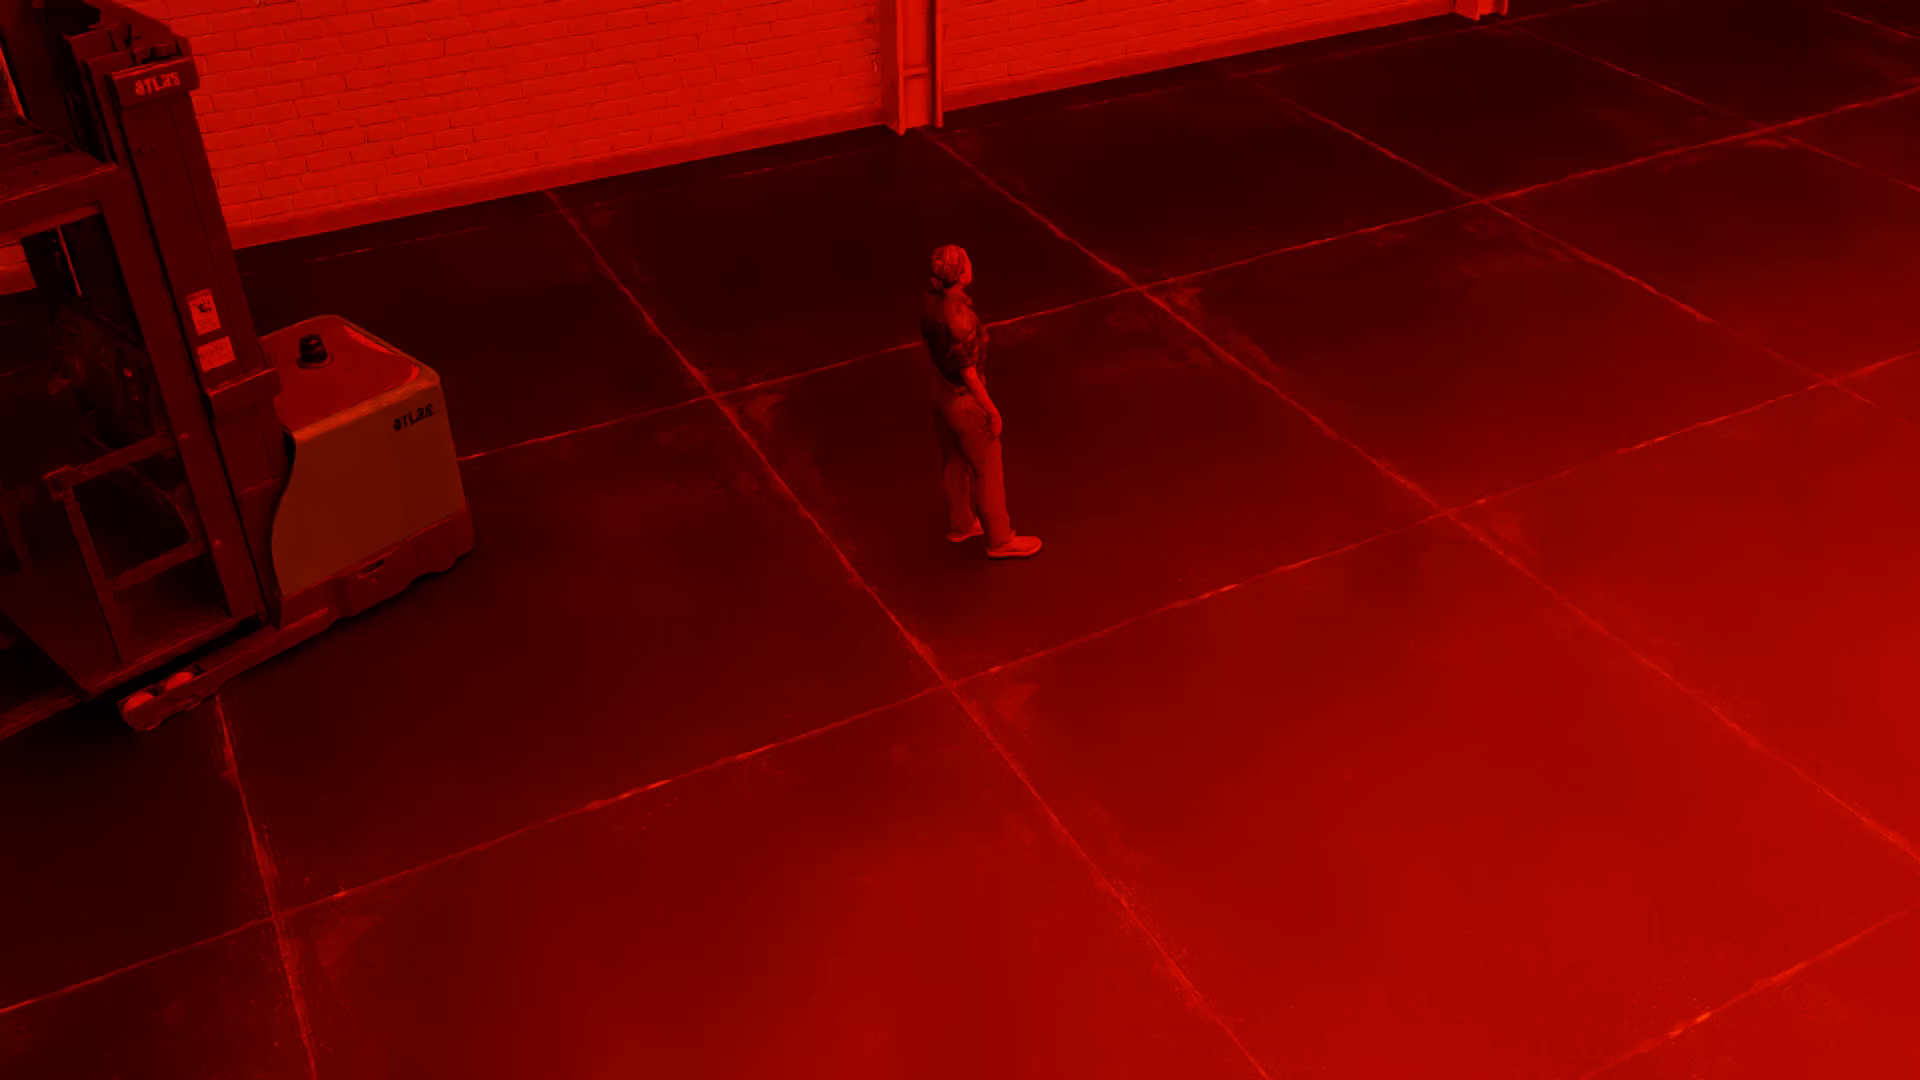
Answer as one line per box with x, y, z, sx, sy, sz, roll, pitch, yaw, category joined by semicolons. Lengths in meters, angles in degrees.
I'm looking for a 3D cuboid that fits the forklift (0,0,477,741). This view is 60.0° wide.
-3.834;-0.675;7.077;1.130;2.935;3.031;27;44;33;forklift

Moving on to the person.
0.088;-0.695;8.201;0.501;1.654;0.570;-17;39;-23;person
